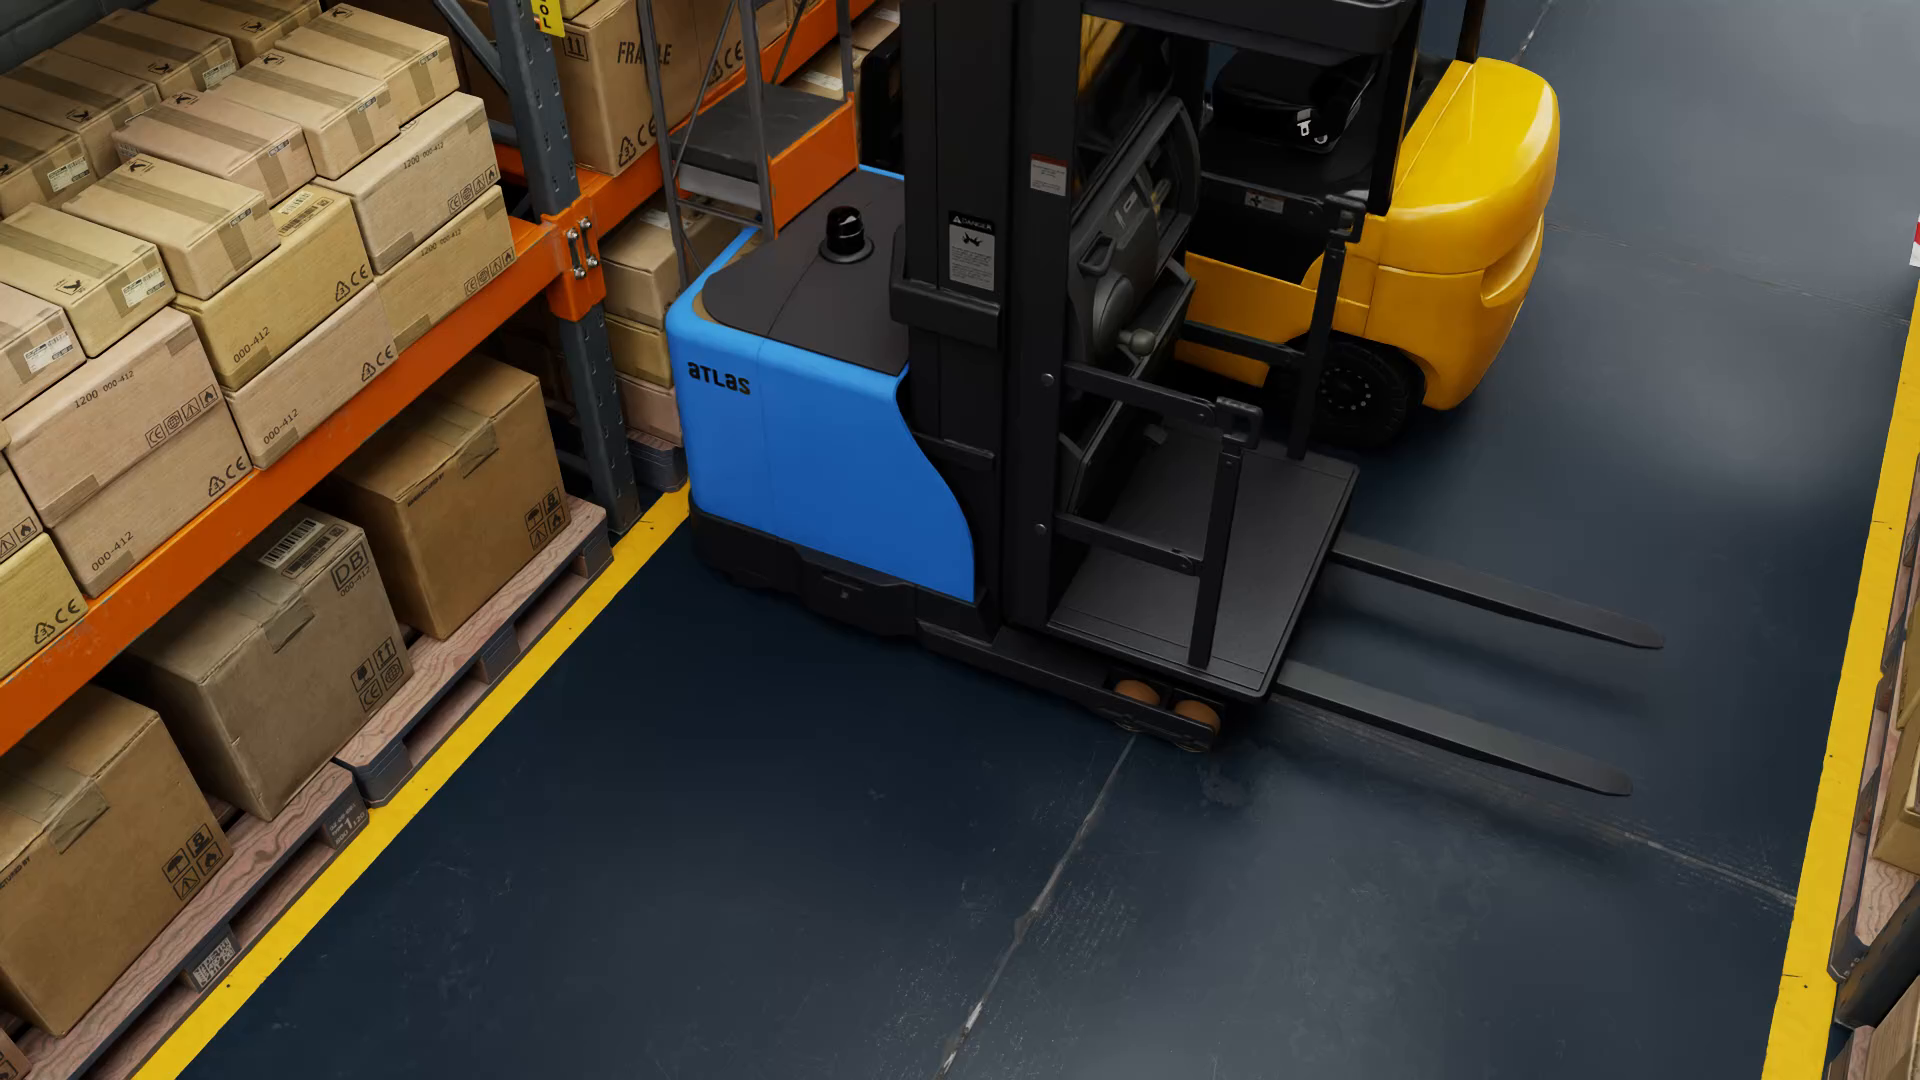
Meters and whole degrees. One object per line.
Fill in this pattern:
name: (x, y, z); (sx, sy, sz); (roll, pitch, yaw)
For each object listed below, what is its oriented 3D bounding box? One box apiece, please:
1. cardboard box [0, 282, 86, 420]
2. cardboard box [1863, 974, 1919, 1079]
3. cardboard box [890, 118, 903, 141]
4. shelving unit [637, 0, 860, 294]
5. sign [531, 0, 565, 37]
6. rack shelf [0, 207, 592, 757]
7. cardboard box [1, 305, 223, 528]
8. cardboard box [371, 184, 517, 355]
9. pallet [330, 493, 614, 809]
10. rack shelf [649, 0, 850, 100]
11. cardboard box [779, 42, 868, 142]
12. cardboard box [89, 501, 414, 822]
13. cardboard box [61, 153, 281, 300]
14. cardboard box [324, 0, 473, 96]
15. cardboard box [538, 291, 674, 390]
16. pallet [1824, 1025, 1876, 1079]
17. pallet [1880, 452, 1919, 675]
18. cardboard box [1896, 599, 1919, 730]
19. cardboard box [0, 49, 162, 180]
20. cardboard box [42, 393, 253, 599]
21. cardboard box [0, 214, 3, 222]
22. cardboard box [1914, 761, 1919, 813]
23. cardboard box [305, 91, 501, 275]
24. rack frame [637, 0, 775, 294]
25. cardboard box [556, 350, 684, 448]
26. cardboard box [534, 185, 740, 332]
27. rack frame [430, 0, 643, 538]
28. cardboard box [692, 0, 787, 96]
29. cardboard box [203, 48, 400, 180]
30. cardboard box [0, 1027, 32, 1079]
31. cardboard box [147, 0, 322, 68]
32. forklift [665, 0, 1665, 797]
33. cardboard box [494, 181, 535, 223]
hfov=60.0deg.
cardboard box: (-2.112, -0.426, 3.535); (0.380, 0.149, 0.250); (21, 49, 19)
cardboard box: (2.573, 1.478, 3.732); (0.950, 0.372, 0.625); (21, 49, 20)
cardboard box: (-0.375, -1.774, 6.681); (0.500, 0.250, 0.500); (20, 49, 19)
shelving unit: (-0.625, -1.149, 5.314); (0.431, 2.100, 0.503); (19, 45, 22)
sign: (-1.098, -1.472, 4.337); (0.100, 0.325, 0.005); (20, 49, 19)
rack shelf: (-2.512, 0.247, 3.903); (1.077, 0.370, 4.000); (20, 49, 19)
cardboard box: (-2.060, -0.348, 3.739); (0.500, 0.250, 0.500); (21, 49, 20)
cardboard box: (-1.586, -0.809, 4.546); (0.500, 0.250, 0.500); (22, 49, 20)
pallet: (-1.891, 0.192, 5.412); (1.003, 0.211, 1.213); (20, 49, 19)
rack shelf: (-0.637, -1.668, 4.864); (0.431, 0.518, 0.480); (19, 45, 22)
cardboard box: (-0.614, -1.635, 6.192); (0.500, 0.250, 0.500); (22, 49, 20)
cardboard box: (-2.183, 0.240, 4.778); (0.875, 0.625, 0.625); (20, 49, 19)
cardboard box: (-1.814, -0.725, 3.832); (0.380, 0.149, 0.250); (19, 48, 18)
cardboard box: (-1.614, -1.673, 5.224); (0.500, 0.500, 0.500); (20, 49, 19)
cardboard box: (-1.086, -0.825, 5.743); (0.500, 0.250, 0.500); (20, 49, 19)
pallet: (2.455, 1.842, 3.781); (1.003, 0.211, 1.213); (20, 49, 19)
pallet: (3.660, 0.145, 5.458); (1.003, 0.211, 1.213); (20, 49, 19)
cardboard box: (3.089, 0.390, 4.894); (0.500, 0.250, 0.500); (19, 48, 18)
cardboard box: (-2.224, -1.069, 4.172); (0.380, 0.149, 0.250); (20, 49, 19)
cardboard box: (-2.072, -0.188, 3.932); (0.500, 0.250, 0.500); (21, 49, 19)
cardboard box: (-2.463, -0.753, 3.859); (0.380, 0.149, 0.250); (20, 49, 19)
cardboard box: (2.852, 0.465, 4.292); (0.500, 0.500, 0.500); (20, 49, 19)
cardboard box: (-1.585, -0.995, 4.378); (0.500, 0.250, 0.500); (19, 48, 18)
rack frame: (-0.744, -1.008, 5.154); (0.400, 2.100, 0.015); (19, 45, 22)
cardboard box: (-1.066, -0.642, 5.914); (0.500, 0.250, 0.500); (21, 49, 19)
cardboard box: (-1.081, -0.999, 5.564); (0.500, 0.250, 0.500); (20, 49, 18)
rack frame: (-1.584, -1.266, 4.892); (1.000, 3.000, 0.127); (20, 49, 19)
cardboard box: (-0.919, -1.828, 5.377); (0.500, 0.500, 0.500); (21, 49, 20)
cardboard box: (-1.649, -1.072, 4.174); (0.380, 0.149, 0.250); (20, 49, 18)
cardboard box: (-2.842, 1.139, 3.890); (0.875, 0.625, 0.625); (22, 49, 20)
cardboard box: (-1.937, -1.378, 4.477); (0.380, 0.149, 0.250); (19, 48, 18)
forklift: (0.666, -0.812, 4.492); (3.031, 2.935, 1.130); (18, 48, 17)
cardboard box: (-1.526, -1.172, 5.734); (0.500, 0.250, 0.500); (21, 49, 20)
